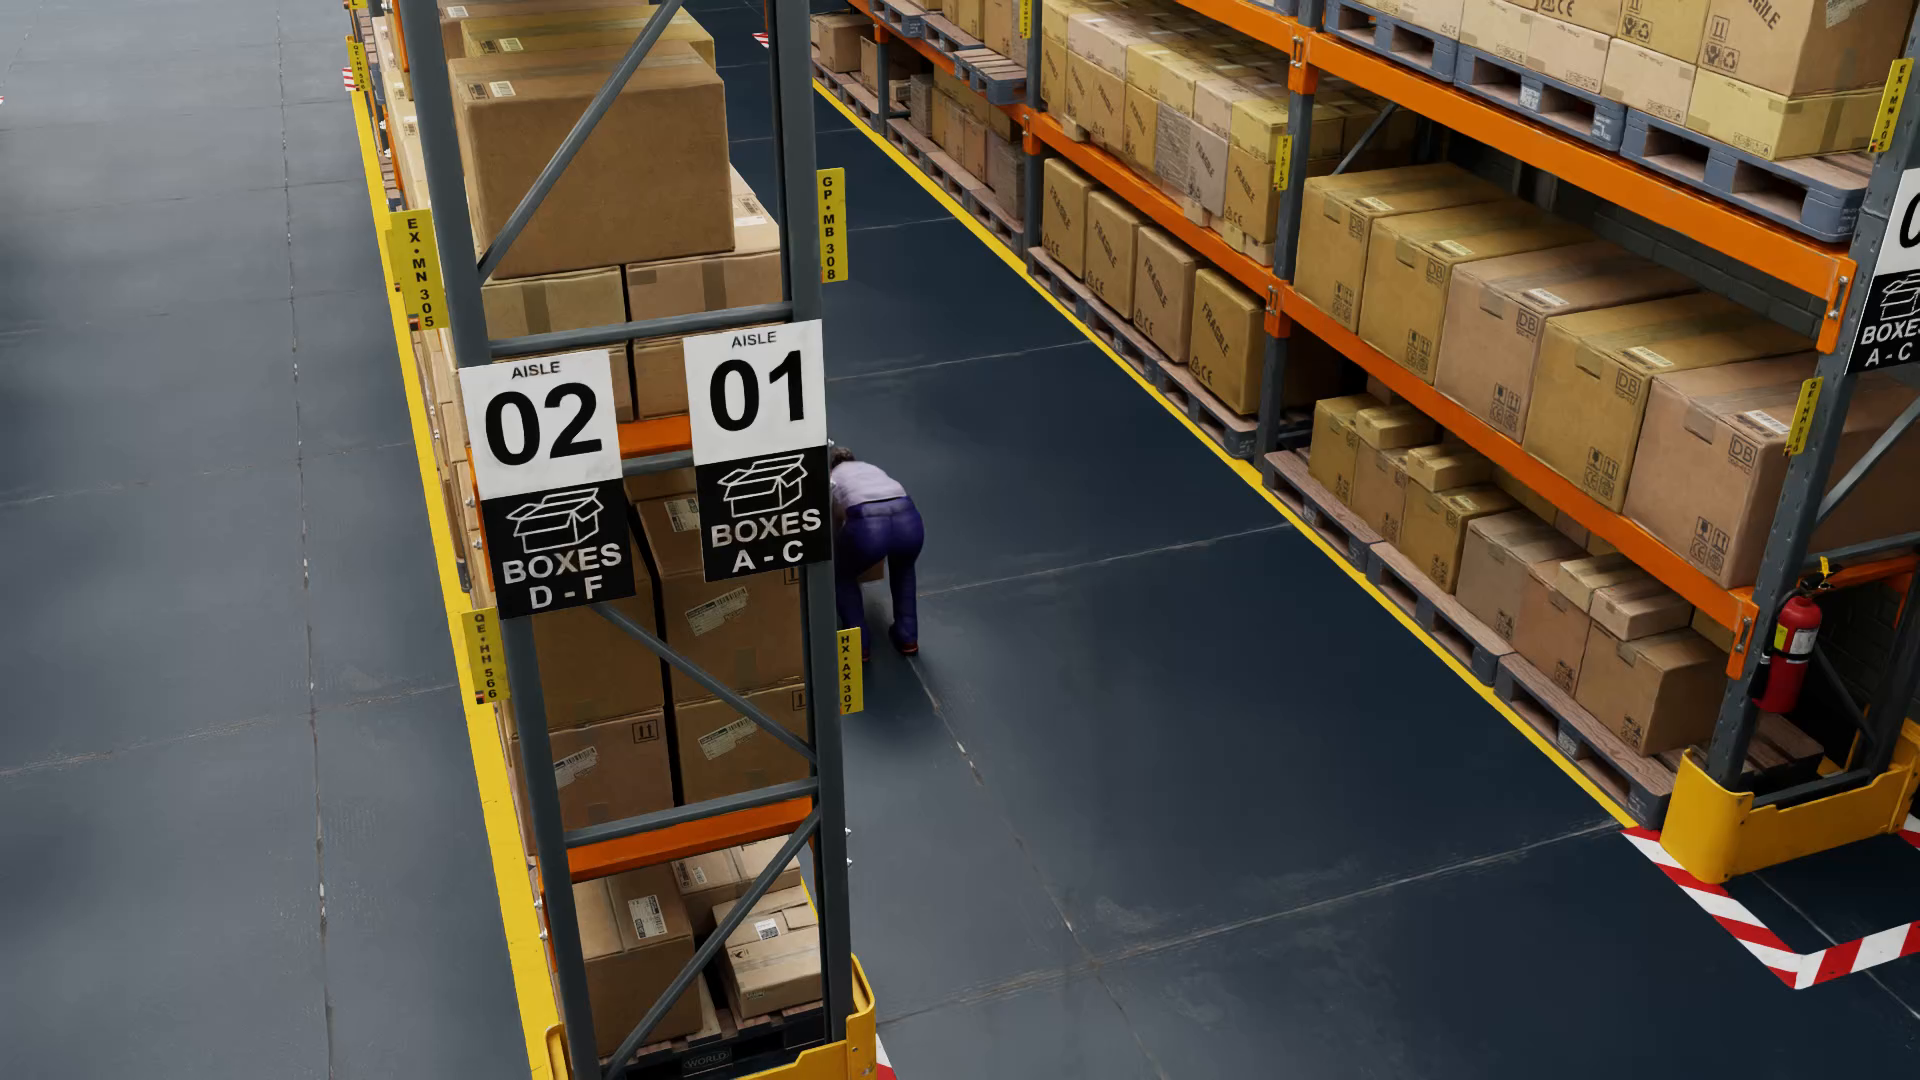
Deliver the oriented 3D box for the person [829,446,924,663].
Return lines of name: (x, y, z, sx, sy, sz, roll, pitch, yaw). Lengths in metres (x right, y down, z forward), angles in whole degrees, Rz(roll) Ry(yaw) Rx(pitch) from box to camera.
person: (-0.510, 0.063, 8.906, 0.488, 0.989, 0.911, -12, 32, -20)
